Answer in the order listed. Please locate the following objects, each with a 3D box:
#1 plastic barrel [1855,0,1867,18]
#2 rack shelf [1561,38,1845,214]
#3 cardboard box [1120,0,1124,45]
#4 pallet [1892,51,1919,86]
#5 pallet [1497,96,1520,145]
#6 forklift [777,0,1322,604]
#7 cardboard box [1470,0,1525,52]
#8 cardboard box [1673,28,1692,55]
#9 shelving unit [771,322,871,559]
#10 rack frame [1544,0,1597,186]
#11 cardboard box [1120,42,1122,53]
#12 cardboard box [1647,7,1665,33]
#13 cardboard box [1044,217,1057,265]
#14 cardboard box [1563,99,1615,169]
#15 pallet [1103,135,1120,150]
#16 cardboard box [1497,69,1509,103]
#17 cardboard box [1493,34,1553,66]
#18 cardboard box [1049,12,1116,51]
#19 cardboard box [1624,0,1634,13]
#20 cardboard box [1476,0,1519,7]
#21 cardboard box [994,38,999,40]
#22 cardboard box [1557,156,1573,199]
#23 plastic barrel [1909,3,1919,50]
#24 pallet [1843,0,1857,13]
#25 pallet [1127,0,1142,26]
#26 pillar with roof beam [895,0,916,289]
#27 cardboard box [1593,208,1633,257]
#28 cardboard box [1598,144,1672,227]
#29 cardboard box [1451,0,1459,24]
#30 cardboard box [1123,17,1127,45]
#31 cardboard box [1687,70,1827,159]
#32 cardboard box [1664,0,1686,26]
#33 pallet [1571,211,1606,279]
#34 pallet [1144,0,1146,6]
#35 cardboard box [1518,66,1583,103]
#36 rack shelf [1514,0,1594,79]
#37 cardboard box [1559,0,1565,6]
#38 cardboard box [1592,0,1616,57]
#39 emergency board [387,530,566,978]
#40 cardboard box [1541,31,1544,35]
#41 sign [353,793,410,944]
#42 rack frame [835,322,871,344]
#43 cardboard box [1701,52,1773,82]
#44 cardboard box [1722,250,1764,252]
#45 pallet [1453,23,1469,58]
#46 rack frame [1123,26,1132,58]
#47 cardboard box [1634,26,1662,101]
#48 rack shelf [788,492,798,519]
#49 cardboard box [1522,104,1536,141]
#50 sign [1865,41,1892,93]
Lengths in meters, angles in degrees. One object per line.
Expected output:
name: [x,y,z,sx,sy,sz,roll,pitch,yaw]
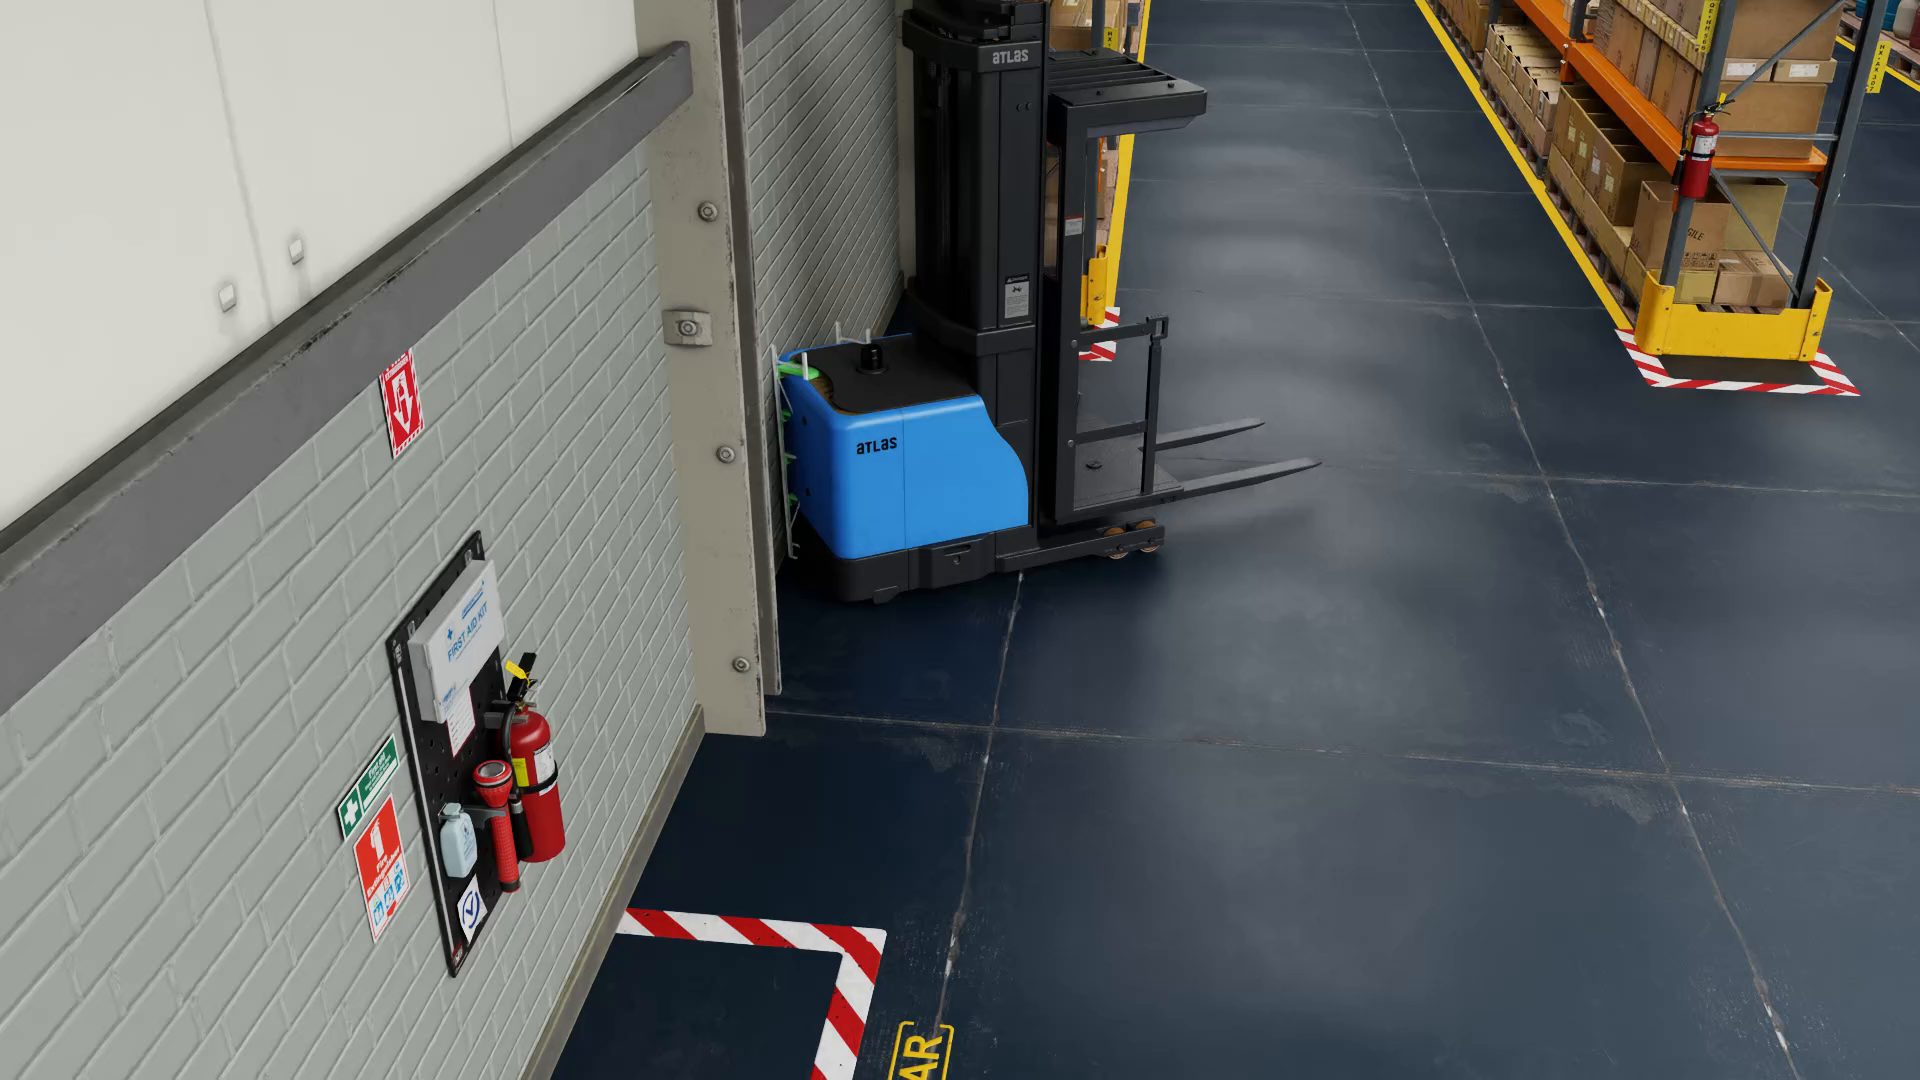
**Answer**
plastic barrel: [11.701,-7.050,20.944,0.600,0.901,0.708,3,28,6]
rack shelf: [5.643,-3.310,12.990,1.077,0.370,4.000,3,28,6]
cardboard box: [1.030,-4.170,13.174,0.500,0.500,0.500,4,29,8]
pallet: [11.349,-5.307,18.879,1.003,0.211,1.213,3,28,6]
pallet: [6.087,-4.266,16.945,1.003,0.211,1.213,3,28,6]
forklift: [0.573,-1.406,8.770,3.031,2.935,1.130,-11,30,-20]
cardboard box: [6.260,-5.998,19.393,0.500,0.500,0.500,4,29,8]
cardboard box: [5.351,-3.568,11.920,0.380,0.149,0.250,4,29,7]
shelving unit: [-0.704,-0.513,8.935,0.258,1.200,0.503,17,30,36]
rack frame: [5.888,-4.568,14.567,1.000,3.000,0.127,3,28,6]
cardboard box: [1.038,-3.848,13.367,0.500,0.250,0.500,4,29,7]
cardboard box: [5.444,-3.936,12.604,0.380,0.149,0.250,3,28,5]
cardboard box: [0.656,-2.302,12.731,0.500,0.311,0.500,0,28,0]
cardboard box: [5.467,-3.437,14.132,0.500,0.500,0.500,3,28,6]
pallet: [1.066,-3.993,16.440,1.003,0.211,1.213,3,28,6]
cardboard box: [5.904,-4.714,17.294,0.500,0.250,0.500,3,28,5]
cardboard box: [5.967,-5.195,17.595,0.500,0.311,0.500,3,28,5]
cardboard box: [0.838,-3.452,11.841,0.500,0.500,0.500,3,28,6]
cardboard box: [5.539,-4.302,13.283,0.380,0.149,0.250,2,28,5]
cardboard box: [6.263,-6.355,19.264,0.500,0.250,0.500,4,29,8]
cardboard box: [0.328,-3.479,11.891,0.500,0.500,0.500,3,28,6]
cardboard box: [5.464,-3.107,14.310,0.500,0.250,0.500,3,28,6]
plastic barrel: [11.475,-6.048,19.412,0.600,0.588,0.708,3,28,6]
pallet: [11.836,-7.165,22.327,1.003,0.211,1.213,3,28,6]
pallet: [1.210,-5.121,15.795,1.003,0.211,1.213,3,28,6]
pillar with roof beam: [3.981,-5.742,10.421,9.100,9.000,0.400,3,28,6]
cardboard box: [5.280,-2.401,13.000,0.500,0.250,0.500,3,28,6]
cardboard box: [5.277,-2.731,12.822,0.500,0.500,0.500,3,28,6]
cardboard box: [6.445,-6.727,20.746,0.500,0.500,0.500,4,29,7]
cardboard box: [1.214,-4.556,14.682,0.500,0.250,0.500,3,29,6]
cardboard box: [5.468,-2.948,11.455,0.700,0.500,0.500,3,28,6]
cardboard box: [5.595,-4.030,12.094,0.700,0.500,0.500,3,29,6]
pallet: [5.602,-2.393,13.469,1.003,0.211,1.213,3,28,6]
pallet: [2.123,-7.746,23.405,1.003,0.211,1.213,3,28,6]
cardboard box: [5.775,-4.477,16.262,0.500,0.311,0.500,3,28,6]
rack shelf: [6.133,-5.193,16.485,1.077,0.370,4.000,3,28,6]
cardboard box: [6.125,-5.456,16.110,0.500,0.500,0.500,3,28,6]
cardboard box: [5.840,-4.403,14.155,0.700,0.500,0.500,3,28,5]
emergency board: [-1.367,0.634,4.910,0.194,1.169,0.643,3,28,6]
cardboard box: [6.559,-5.411,17.997,0.500,0.311,0.500,4,29,8]
sign: [-1.537,0.873,4.430,0.001,0.329,0.234,3,28,6]
rack frame: [-0.551,-0.595,9.106,0.240,1.200,0.015,17,30,36]
cardboard box: [5.256,-3.206,11.249,0.380,0.149,0.250,3,28,5]
cardboard box: [5.742,-2.135,12.506,0.500,0.250,0.500,3,28,6]
pallet: [6.659,-6.145,20.434,1.003,0.211,1.213,3,28,6]
rack frame: [1.462,-6.737,18.593,1.000,3.000,0.127,3,28,6]
cardboard box: [5.655,-3.677,12.807,0.700,0.500,0.500,4,29,8]
rack shelf: [-0.694,-0.235,9.059,0.258,0.148,0.480,17,30,36]
cardboard box: [5.715,-3.993,15.955,0.500,0.250,0.500,3,28,5]
sign: [5.948,-3.066,10.783,0.100,0.325,0.005,3,28,6]
